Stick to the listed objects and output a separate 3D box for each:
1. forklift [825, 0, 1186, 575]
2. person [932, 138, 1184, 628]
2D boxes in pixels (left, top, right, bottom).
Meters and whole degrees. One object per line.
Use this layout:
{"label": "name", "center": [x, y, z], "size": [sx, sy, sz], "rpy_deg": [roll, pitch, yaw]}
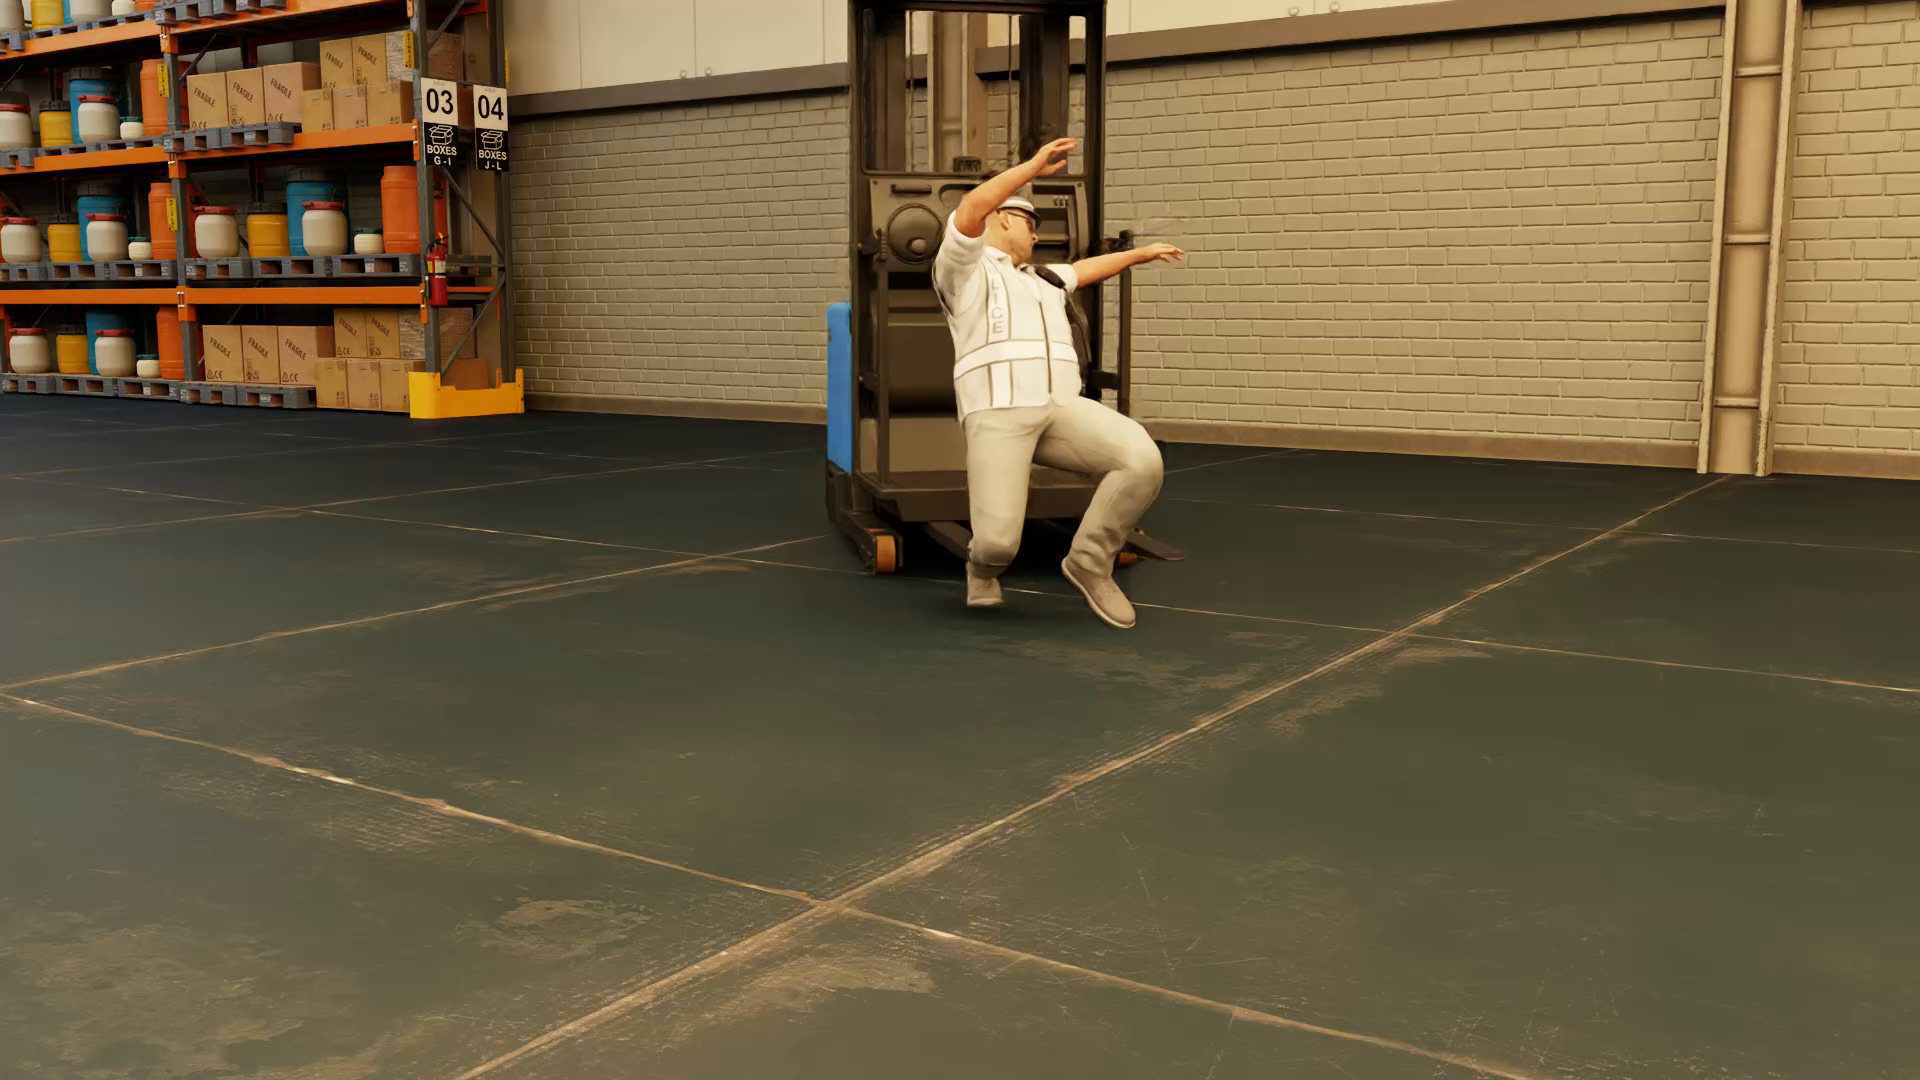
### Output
{"label": "forklift", "center": [0.128, -1.367, 6.805], "size": [1.130, 2.935, 3.031], "rpy_deg": [-2, 8, -11]}
{"label": "person", "center": [0.472, -0.535, 5.697], "size": [1.119, 1.615, 0.860], "rpy_deg": [-5, 9, -30]}
